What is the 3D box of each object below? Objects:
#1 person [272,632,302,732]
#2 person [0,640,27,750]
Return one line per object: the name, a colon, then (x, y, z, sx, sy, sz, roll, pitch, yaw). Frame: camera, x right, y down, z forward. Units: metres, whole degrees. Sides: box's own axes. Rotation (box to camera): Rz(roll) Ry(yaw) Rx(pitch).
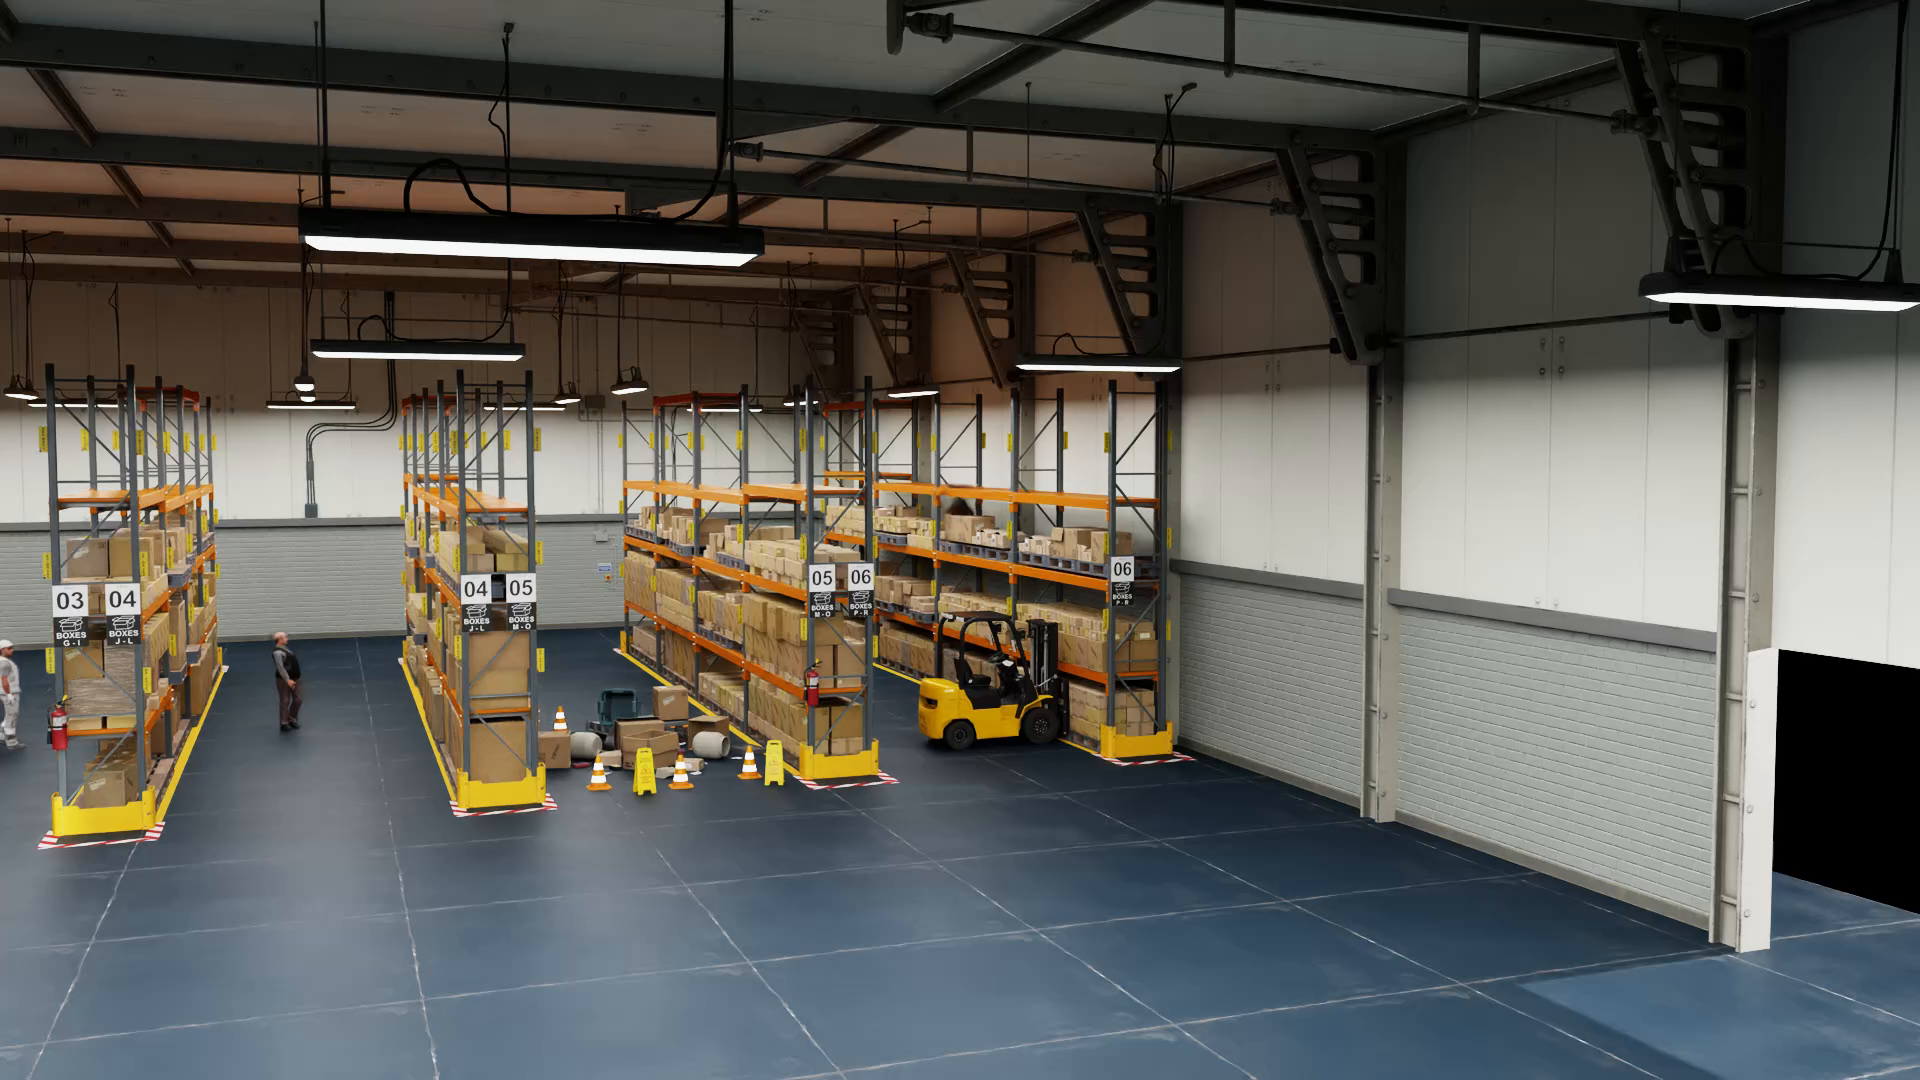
person: (-11.688, 2.473, 28.951, 0.587, 1.748, 0.584, 2, 4, 26)
person: (-15.492, 2.515, 27.122, 0.561, 1.794, 0.424, 3, 5, 45)
